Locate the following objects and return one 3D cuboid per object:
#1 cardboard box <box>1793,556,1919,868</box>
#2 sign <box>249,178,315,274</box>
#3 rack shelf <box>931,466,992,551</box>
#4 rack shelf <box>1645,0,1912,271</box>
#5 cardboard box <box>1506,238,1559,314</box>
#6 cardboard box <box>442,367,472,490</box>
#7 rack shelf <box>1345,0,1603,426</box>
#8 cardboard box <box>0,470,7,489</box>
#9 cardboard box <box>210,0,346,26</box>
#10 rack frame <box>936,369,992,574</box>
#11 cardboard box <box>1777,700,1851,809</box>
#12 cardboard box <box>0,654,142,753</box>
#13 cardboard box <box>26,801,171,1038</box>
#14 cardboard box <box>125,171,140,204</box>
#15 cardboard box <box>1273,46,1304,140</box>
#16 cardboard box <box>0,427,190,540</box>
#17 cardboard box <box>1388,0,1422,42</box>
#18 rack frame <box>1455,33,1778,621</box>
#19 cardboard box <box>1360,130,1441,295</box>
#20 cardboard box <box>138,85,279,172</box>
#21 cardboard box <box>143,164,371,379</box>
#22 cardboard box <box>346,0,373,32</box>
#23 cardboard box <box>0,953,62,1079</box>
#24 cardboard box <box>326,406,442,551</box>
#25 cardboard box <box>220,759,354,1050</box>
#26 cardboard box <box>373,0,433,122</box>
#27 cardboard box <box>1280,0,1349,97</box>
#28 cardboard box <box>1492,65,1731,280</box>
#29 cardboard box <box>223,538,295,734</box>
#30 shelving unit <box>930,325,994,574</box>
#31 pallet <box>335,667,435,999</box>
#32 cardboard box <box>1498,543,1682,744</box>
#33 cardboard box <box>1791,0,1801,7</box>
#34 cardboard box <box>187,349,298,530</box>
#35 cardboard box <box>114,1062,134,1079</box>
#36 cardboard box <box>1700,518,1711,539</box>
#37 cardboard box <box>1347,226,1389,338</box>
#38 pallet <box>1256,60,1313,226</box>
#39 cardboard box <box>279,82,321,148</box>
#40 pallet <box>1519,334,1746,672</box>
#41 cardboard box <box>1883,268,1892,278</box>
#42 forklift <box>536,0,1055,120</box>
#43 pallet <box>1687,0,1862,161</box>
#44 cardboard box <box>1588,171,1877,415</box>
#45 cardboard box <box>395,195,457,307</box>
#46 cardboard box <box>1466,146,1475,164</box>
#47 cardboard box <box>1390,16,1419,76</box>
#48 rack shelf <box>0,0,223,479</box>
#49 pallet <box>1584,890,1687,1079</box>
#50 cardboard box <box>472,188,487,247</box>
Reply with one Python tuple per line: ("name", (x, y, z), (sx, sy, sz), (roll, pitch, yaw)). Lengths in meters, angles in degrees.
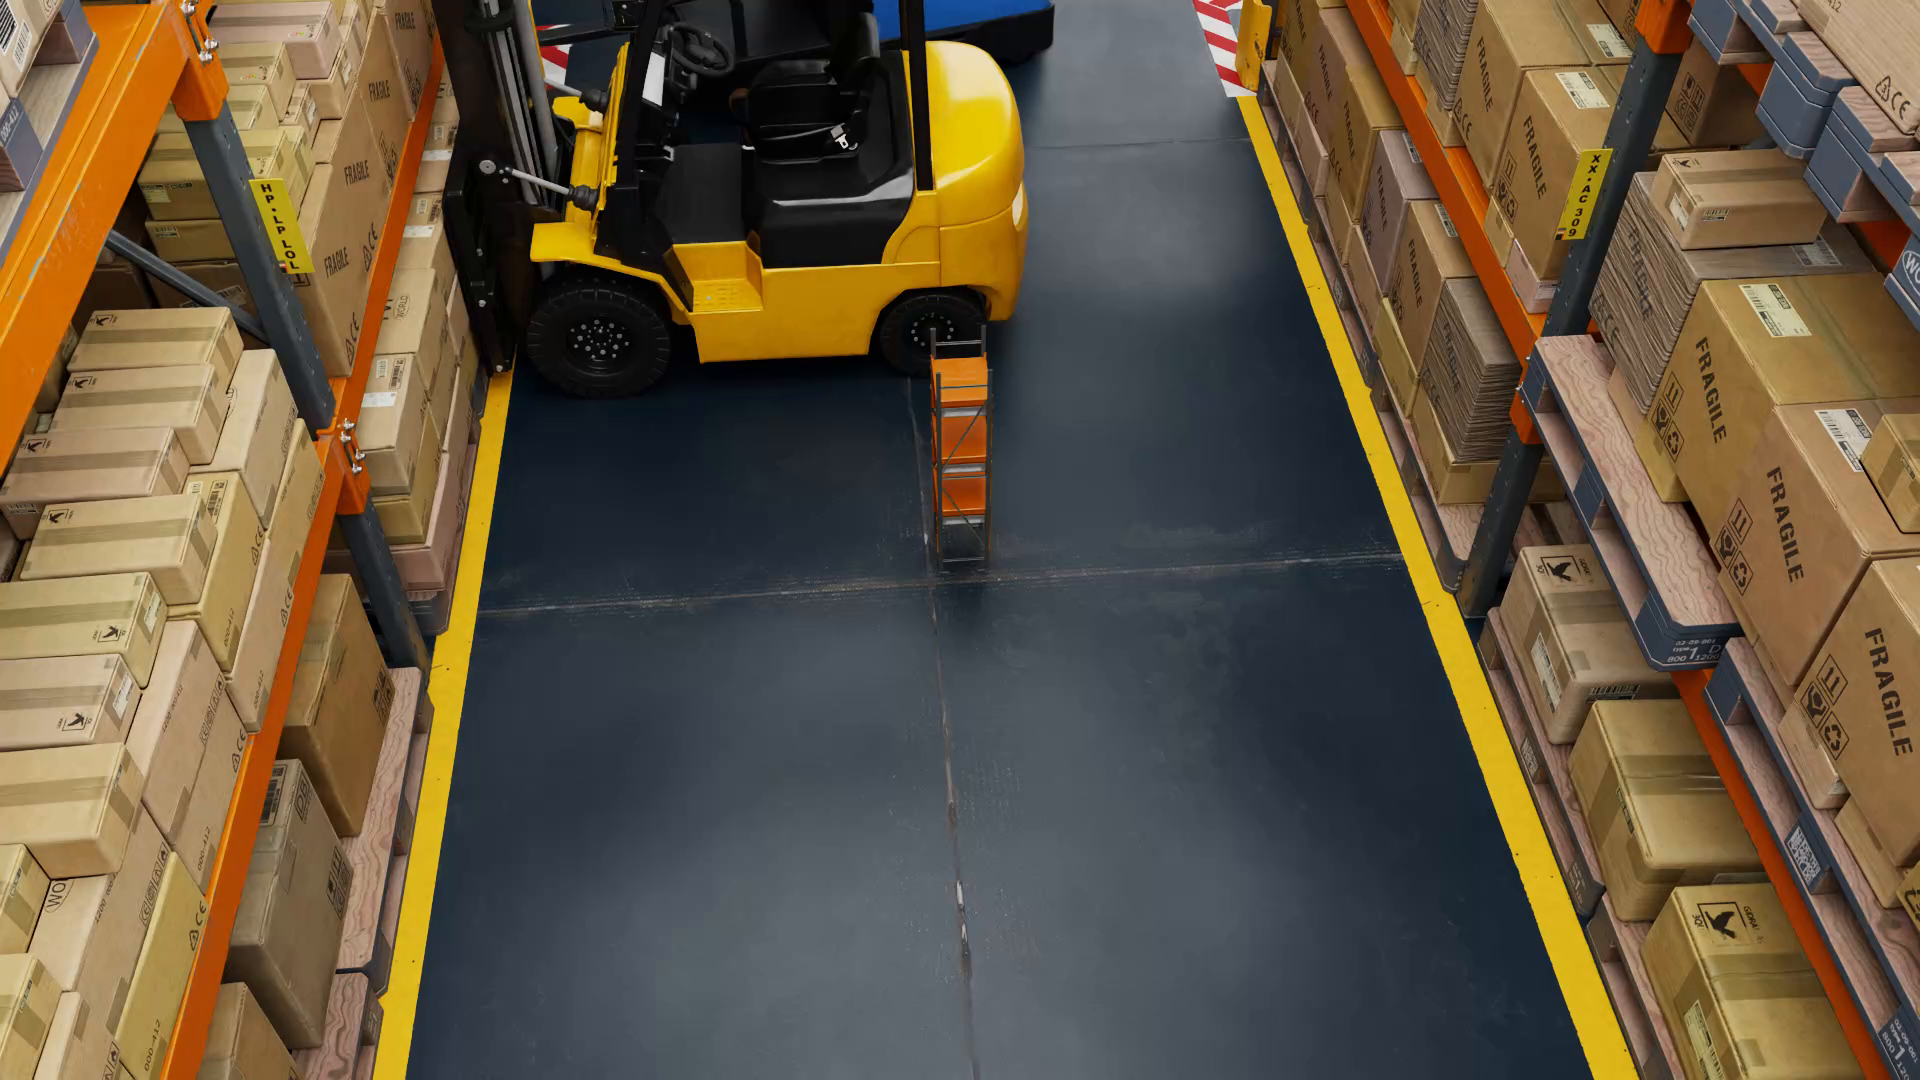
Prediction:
("cardboard box", (2.327, 0.372, 3.768), (0.500, 0.500, 0.500), (-5, 47, -5))
("sign", (-1.957, -0.902, 4.795), (0.100, 0.325, 0.005), (-3, 47, -3))
("rack shelf", (0.004, -0.124, 6.542), (0.215, 0.259, 0.240), (-3, 47, -3))
("rack shelf", (2.617, -0.132, 3.239), (1.077, 0.370, 4.000), (-3, 47, -3))
("cardboard box", (2.119, -0.923, 5.731), (0.380, 0.149, 0.250), (-4, 47, -4))
("cardboard box", (-2.265, -0.426, 6.692), (0.500, 0.250, 0.500), (-4, 47, -4))
("rack shelf", (2.282, -1.995, 7.069), (1.077, 0.370, 4.000), (-3, 47, -3))
("cardboard box", (-2.691, -0.103, 4.266), (0.380, 0.149, 0.250), (-4, 47, -3))
("cardboard box", (-2.338, -1.845, 5.711), (0.380, 0.149, 0.250), (-4, 47, -4))
("rack frame", (0.015, -0.234, 6.249), (0.200, 1.050, 0.008), (-3, 47, -3))
("cardboard box", (2.262, 0.511, 4.084), (0.380, 0.149, 0.250), (-2, 47, -2))
("cardboard box", (-2.110, 0.408, 3.782), (0.380, 0.149, 0.250), (-3, 47, -3))
("cardboard box", (-2.090, 0.837, 3.650), (0.500, 0.250, 0.500), (-3, 47, -3))
("cardboard box", (-2.835, -1.144, 5.252), (0.380, 0.149, 0.250), (-5, 47, -4))
("cardboard box", (1.906, -2.288, 8.455), (0.500, 0.250, 0.500), (-4, 47, -4))
("cardboard box", (-2.239, -0.149, 4.309), (0.380, 0.149, 0.250), (-4, 47, -3))
("cardboard box", (2.019, -2.356, 6.641), (0.500, 0.500, 0.500), (-4, 47, -4))
("rack frame", (2.449, -0.795, 5.437), (1.000, 3.000, 0.127), (-3, 47, -3))
("cardboard box", (2.044, -1.401, 7.099), (0.500, 0.500, 0.500), (-1, 47, -1))
("cardboard box", (-2.357, -1.282, 5.177), (0.380, 0.149, 0.250), (-3, 47, -3))
("cardboard box", (-2.274, -0.862, 5.432), (0.500, 0.500, 0.500), (-5, 47, -4))
("cardboard box", (-2.340, -1.923, 5.989), (0.380, 0.149, 0.250), (-5, 47, -5))
("cardboard box", (-2.014, 0.964, 3.255), (0.380, 0.149, 0.250), (-3, 47, -2))
("cardboard box", (-2.230, -0.230, 6.162), (0.500, 0.250, 0.500), (-4, 47, -3))
("cardboard box", (-2.385, 1.120, 4.969), (0.875, 0.625, 0.625), (-4, 47, -4))
("cardboard box", (-2.398, -1.969, 6.480), (0.500, 0.500, 0.500), (-3, 47, -3))
("cardboard box", (1.909, -2.528, 8.167), (0.500, 0.500, 0.500), (-5, 47, -5))
("cardboard box", (2.164, -1.238, 5.583), (0.500, 0.500, 0.500), (-5, 47, -4))
("cardboard box", (-2.146, 0.273, 4.529), (0.500, 0.250, 0.500), (-4, 47, -4))
("shelving unit", (0.005, -0.322, 6.332), (0.215, 1.050, 0.252), (-3, 47, -3))
("pallet", (-2.396, 0.999, 5.659), (1.003, 0.211, 1.213), (-3, 47, -3))
("cardboard box", (2.496, 0.343, 5.879), (0.950, 0.372, 0.625), (-3, 47, -3))
("cardboard box", (2.099, -1.472, 3.826), (0.500, 0.250, 0.500), (-5, 47, -4))
("cardboard box", (-2.201, -0.271, 4.700), (0.500, 0.250, 0.500), (-4, 47, -4))
("cardboard box", (-2.043, 1.383, 3.478), (0.500, 0.250, 0.500), (-5, 47, -5))
("cardboard box", (2.293, -0.052, 4.617), (0.380, 0.149, 0.250), (-1, 47, -1))
("cardboard box", (2.039, -1.158, 7.386), (0.500, 0.250, 0.500), (-3, 47, -3))
("pallet", (2.153, -2.085, 8.580), (1.003, 0.211, 1.213), (-3, 47, -3))
("cardboard box", (-2.334, -1.369, 5.465), (0.380, 0.149, 0.250), (-4, 47, -3))
("pallet", (2.368, -0.167, 4.975), (1.003, 0.211, 1.213), (-3, 47, -3))
("cardboard box", (2.759, -0.397, 4.497), (0.500, 0.500, 0.500), (-3, 47, -3))
("forklift", (-1.054, -3.677, 8.214), (3.031, 2.935, 1.130), (-15, 48, -14))
("pallet", (2.395, -1.309, 3.987), (1.213, 0.211, 1.003), (-3, 47, -3))
("cardboard box", (2.203, -0.720, 4.803), (0.500, 0.500, 0.500), (-2, 47, -2))
("cardboard box", (-2.310, -1.132, 6.672), (0.500, 0.250, 0.500), (-2, 47, -2))
("cardboard box", (2.140, -1.477, 6.256), (0.380, 0.149, 0.250), (-4, 47, -4))
("cardboard box", (1.981, -2.028, 6.778), (0.380, 0.149, 0.250), (-3, 47, -3))
("rack shelf", (-2.329, 0.172, 2.950), (1.077, 0.370, 4.000), (-3, 47, -3))
("pallet", (2.621, 1.612, 5.078), (1.003, 0.211, 1.213), (-3, 47, -3))
("cardboard box", (-2.346, -1.324, 7.199), (0.500, 0.250, 0.500), (-4, 47, -3))
